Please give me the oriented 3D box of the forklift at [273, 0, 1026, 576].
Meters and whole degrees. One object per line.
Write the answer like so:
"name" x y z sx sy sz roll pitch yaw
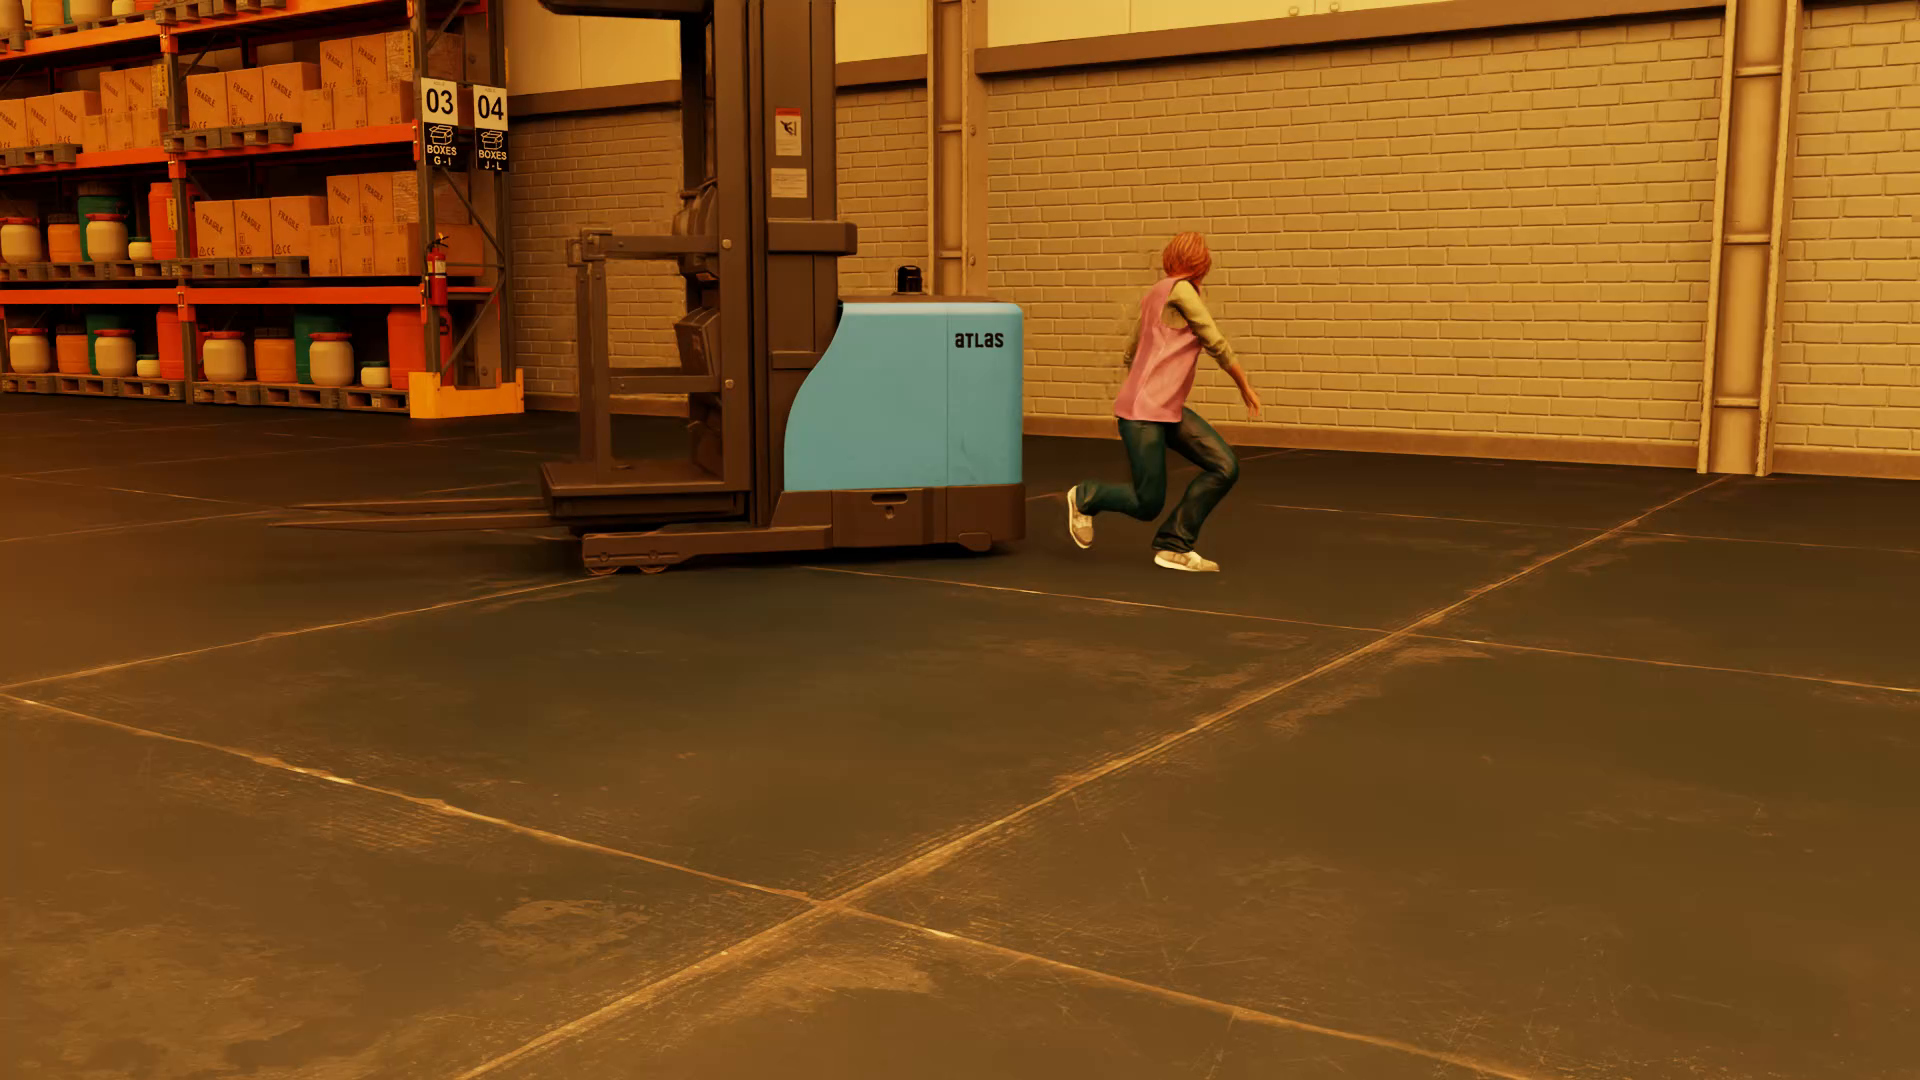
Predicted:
"forklift" -1.294 -1.392 6.984 3.031 2.935 1.130 -2 8 -16

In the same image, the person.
"person" 0.818 -0.552 6.793 0.811 1.371 0.539 4 9 24
